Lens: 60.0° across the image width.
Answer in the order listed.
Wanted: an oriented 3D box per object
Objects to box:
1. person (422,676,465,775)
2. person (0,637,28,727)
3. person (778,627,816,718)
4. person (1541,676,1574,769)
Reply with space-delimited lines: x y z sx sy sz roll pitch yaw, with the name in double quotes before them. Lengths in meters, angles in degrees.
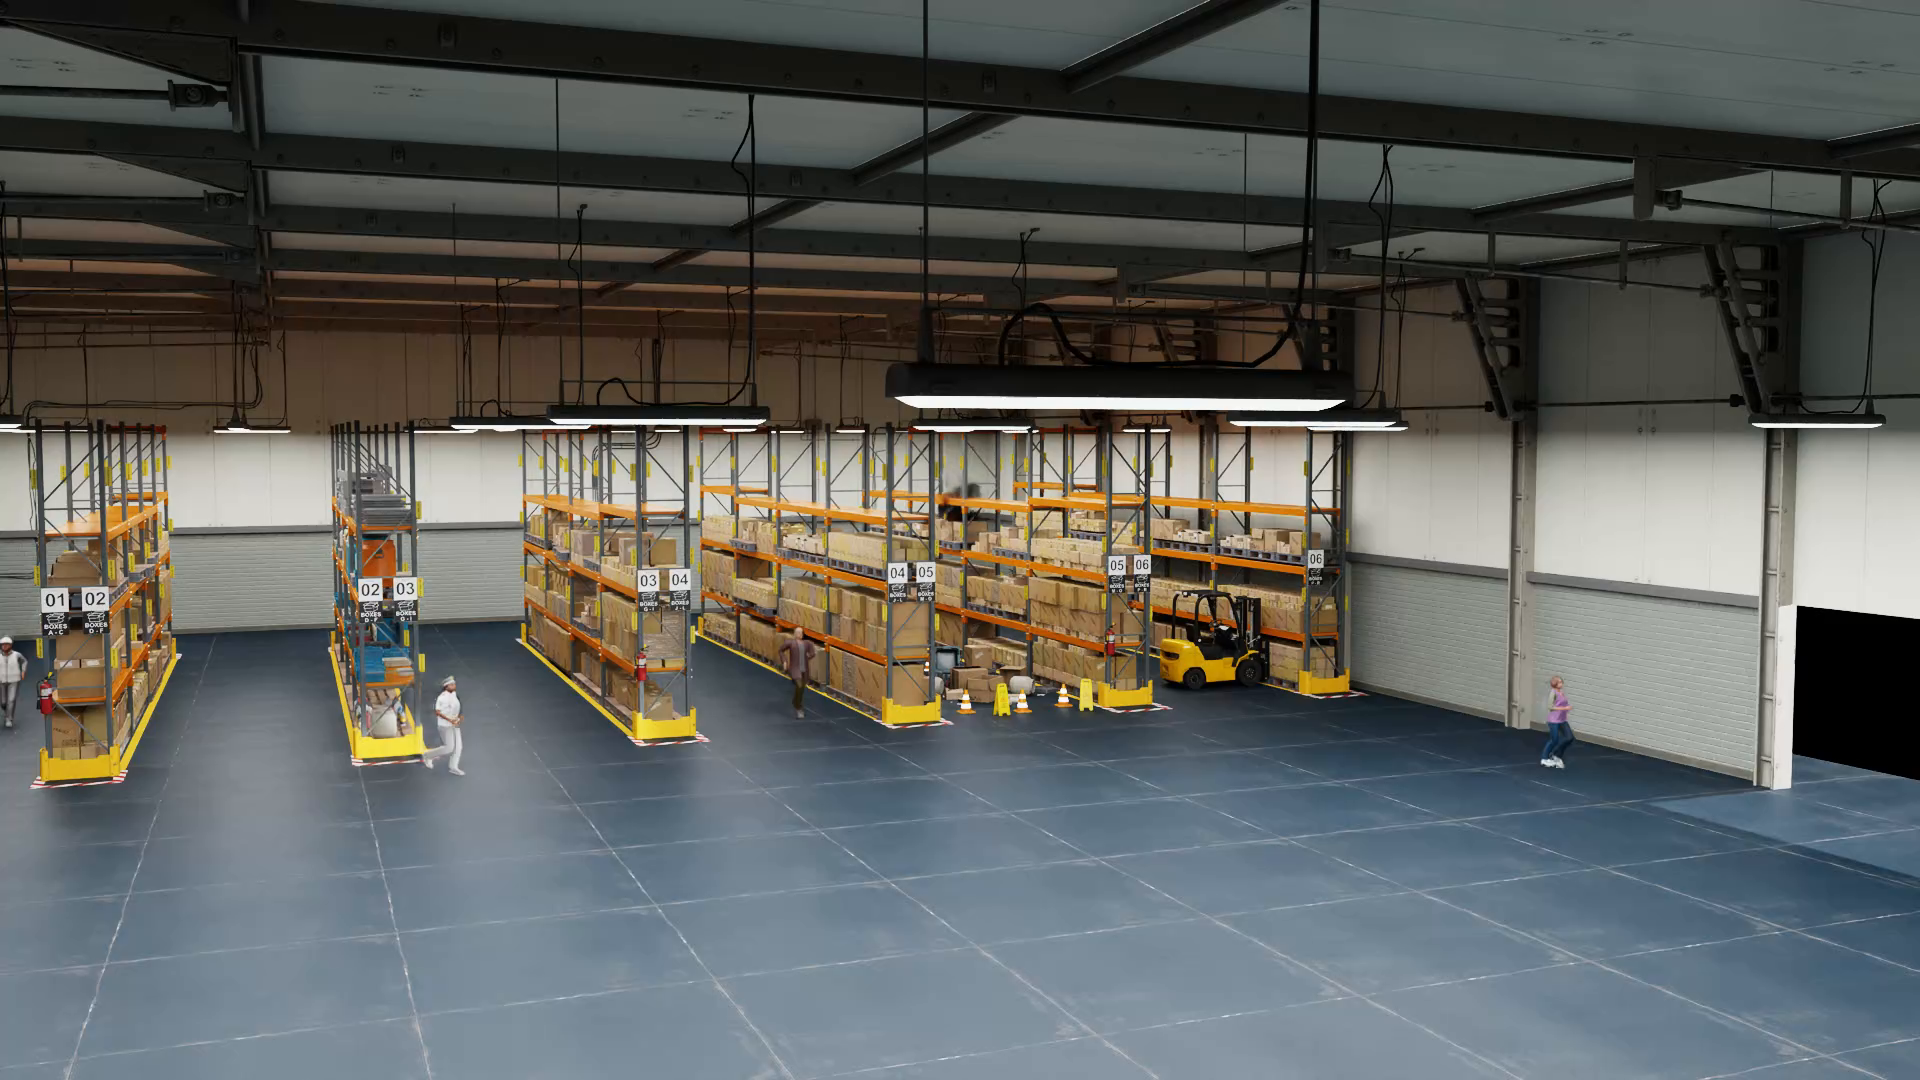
"person" -8.724 3.138 28.213 0.697 1.690 0.583 1 4 12
"person" -18.820 2.791 32.885 0.676 1.741 0.971 -2 4 -24
"person" -3.305 2.705 34.073 0.674 1.850 0.859 -2 4 -33
"person" 10.300 3.140 28.595 0.515 1.604 0.625 -3 5 -38
